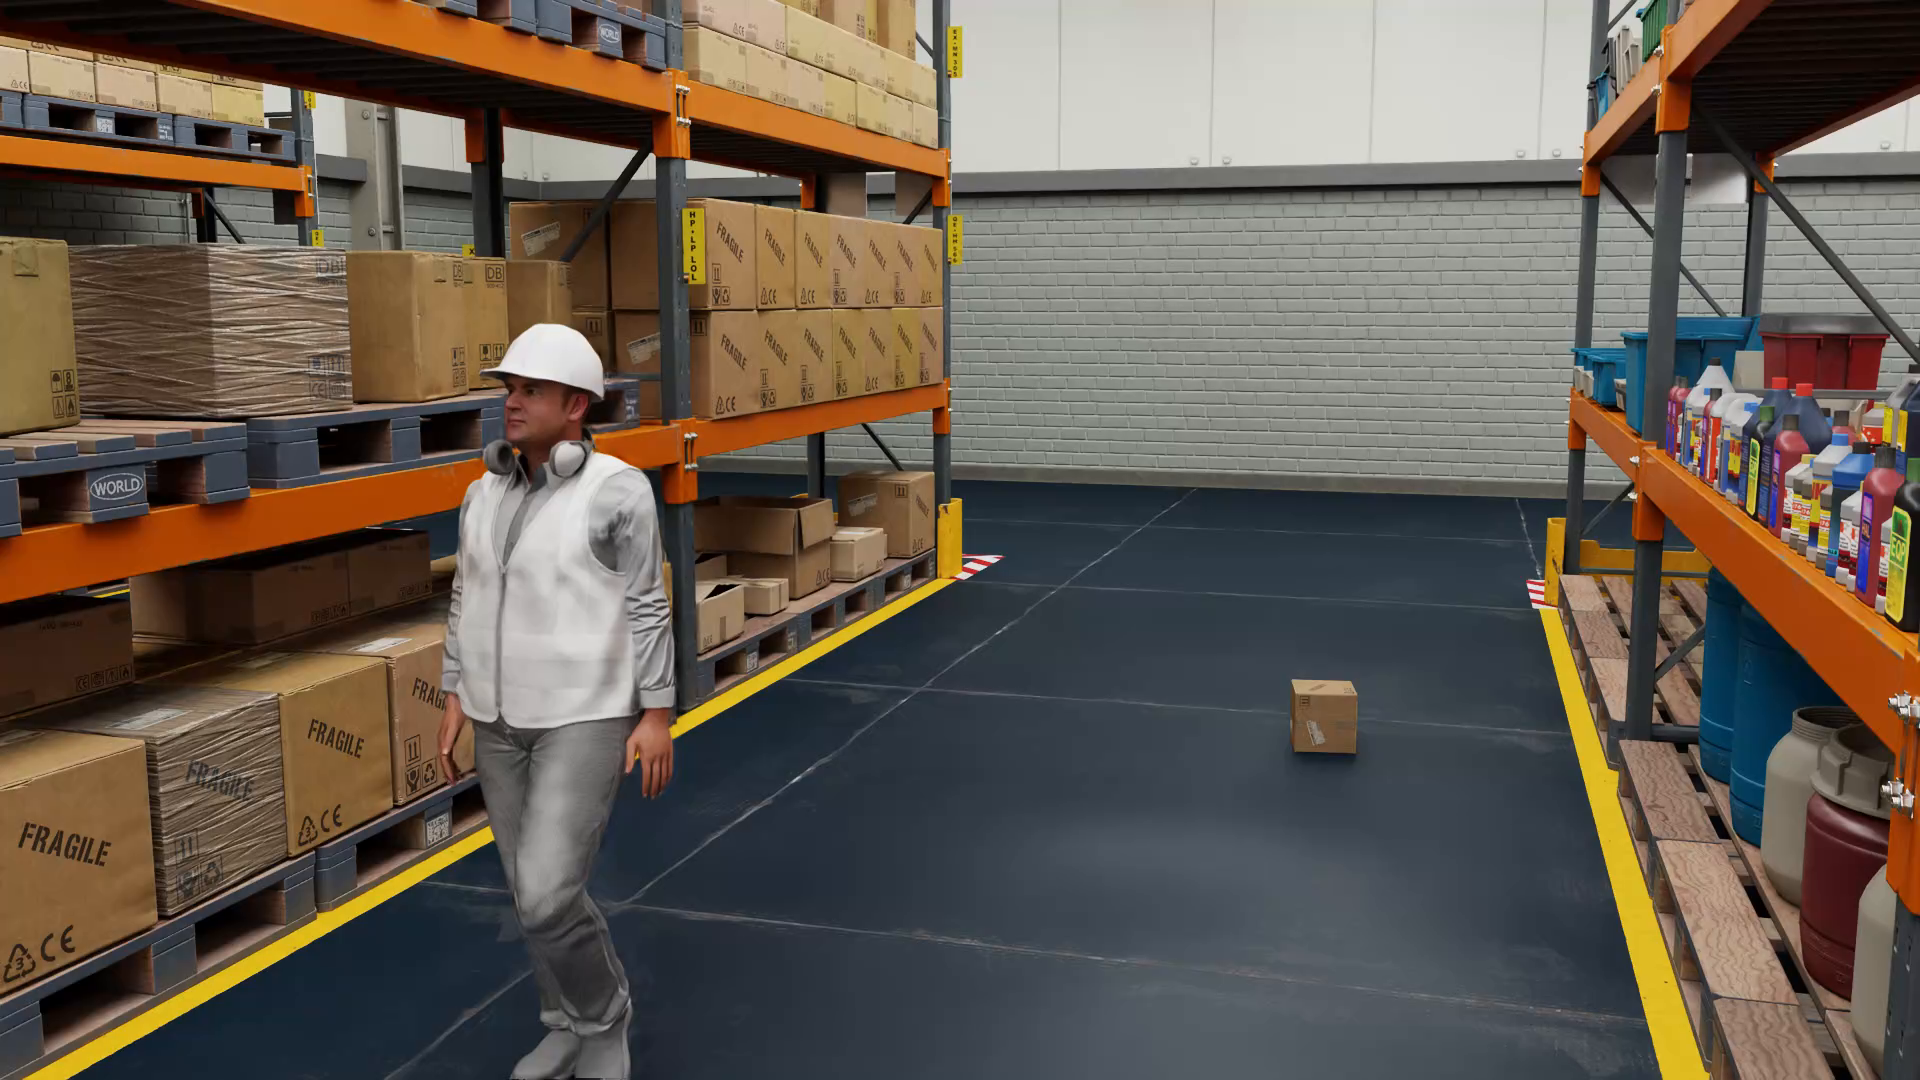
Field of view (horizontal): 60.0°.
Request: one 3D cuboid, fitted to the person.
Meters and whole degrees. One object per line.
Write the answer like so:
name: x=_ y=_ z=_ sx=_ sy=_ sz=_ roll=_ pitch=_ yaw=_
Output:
person: x=-0.953 y=0.488 z=3.783 sx=0.450 sy=1.474 sz=0.477 roll=4 pitch=9 yaw=26
